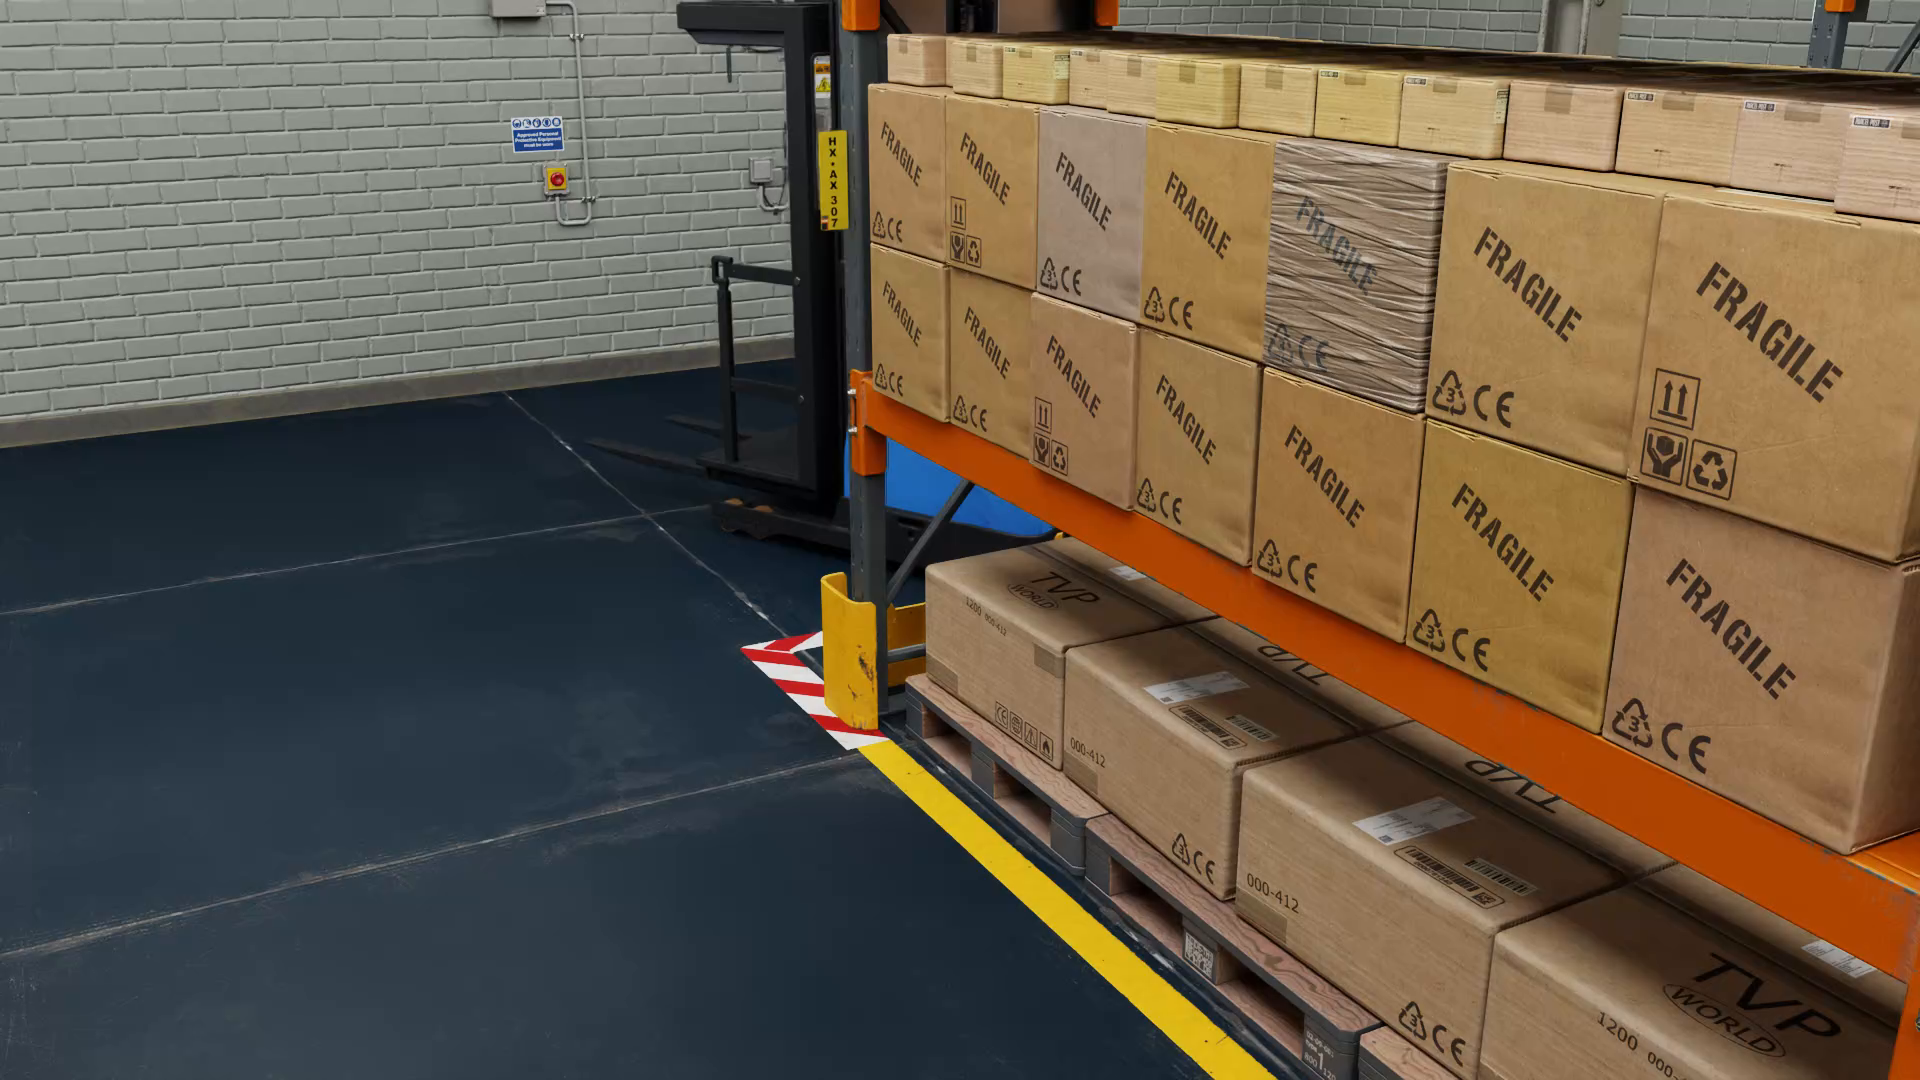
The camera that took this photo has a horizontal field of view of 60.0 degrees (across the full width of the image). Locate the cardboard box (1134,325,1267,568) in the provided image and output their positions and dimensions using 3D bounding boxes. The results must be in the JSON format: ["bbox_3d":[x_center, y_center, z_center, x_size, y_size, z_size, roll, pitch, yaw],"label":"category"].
[{"bbox_3d":[0.786,-0.277,4.181,0.500,0.500,0.500,-9,21,-25],"label":"cardboard box"}]

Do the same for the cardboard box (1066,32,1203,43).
[{"bbox_3d":[0.556,-1.528,5.280,0.380,0.149,0.250,-10,21,-26],"label":"cardboard box"}]

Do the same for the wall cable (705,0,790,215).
[{"bbox_3d":[-1.388,-3.161,11.135,0.588,1.984,0.122,-10,21,-27],"label":"wall cable"}]

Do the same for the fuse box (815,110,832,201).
[{"bbox_3d":[-0.712,-2.132,11.687,0.539,1.711,0.414,-10,21,-27],"label":"fuse box"}]

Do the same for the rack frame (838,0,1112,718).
[{"bbox_3d":[0.068,-0.842,5.974,1.000,3.000,0.127,-10,21,-27],"label":"rack frame"}]

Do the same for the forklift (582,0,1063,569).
[{"bbox_3d":[-0.616,-1.514,8.025,3.031,2.935,1.130,13,23,33],"label":"forklift"}]

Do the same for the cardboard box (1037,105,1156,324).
[{"bbox_3d":[0.548,-0.887,4.416,0.500,0.500,0.500,-10,21,-27],"label":"cardboard box"}]

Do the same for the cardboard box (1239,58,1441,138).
[{"bbox_3d":[0.860,-1.005,3.764,0.380,0.149,0.250,-10,21,-27],"label":"cardboard box"}]

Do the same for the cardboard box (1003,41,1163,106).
[{"bbox_3d":[0.343,-1.295,4.605,0.380,0.149,0.250,-11,22,-28],"label":"cardboard box"}]

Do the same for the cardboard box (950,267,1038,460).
[{"bbox_3d":[0.308,-0.567,5.021,0.500,0.500,0.500,-10,22,-27],"label":"cardboard box"}]

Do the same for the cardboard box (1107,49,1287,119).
[{"bbox_3d":[0.596,-1.150,4.184,0.380,0.149,0.250,-10,21,-26],"label":"cardboard box"}]

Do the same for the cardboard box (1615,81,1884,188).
[{"bbox_3d":[1.402,-0.725,2.955,0.380,0.149,0.250,-10,21,-27],"label":"cardboard box"}]

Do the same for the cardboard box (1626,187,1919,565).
[{"bbox_3d":[1.500,-0.307,2.736,0.500,0.500,0.500,-10,21,-27],"label":"cardboard box"}]

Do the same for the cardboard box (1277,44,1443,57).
[{"bbox_3d":[1.069,-1.239,4.443,0.380,0.149,0.250,-9,21,-25],"label":"cardboard box"}]

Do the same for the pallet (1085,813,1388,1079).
[{"bbox_3d":[1.092,1.043,4.785,1.003,0.211,1.213,-10,21,-27],"label":"pallet"}]

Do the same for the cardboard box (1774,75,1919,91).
[{"bbox_3d":[1.751,-0.790,3.140,0.380,0.149,0.250,-10,22,-27],"label":"cardboard box"}]

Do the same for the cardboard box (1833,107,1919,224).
[{"bbox_3d":[1.541,-0.560,2.475,0.380,0.149,0.250,-10,22,-28],"label":"cardboard box"}]

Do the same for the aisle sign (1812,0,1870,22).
[{"bbox_3d":[4.144,-2.815,7.706,0.394,0.787,0.004,-10,21,-27],"label":"aisle sign"}]

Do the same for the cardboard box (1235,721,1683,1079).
[{"bbox_3d":[1.338,0.865,4.311,0.875,0.438,0.875,-11,22,-28],"label":"cardboard box"}]

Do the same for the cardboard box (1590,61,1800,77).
[{"bbox_3d":[1.587,-0.951,3.609,0.380,0.149,0.250,-11,22,-28],"label":"cardboard box"}]

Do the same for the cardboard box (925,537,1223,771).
[{"bbox_3d":[0.469,0.344,5.820,0.875,0.438,0.875,-11,22,-28],"label":"cardboard box"}]

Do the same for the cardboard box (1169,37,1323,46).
[{"bbox_3d":[0.836,-1.388,4.875,0.380,0.149,0.250,-9,21,-25],"label":"cardboard box"}]

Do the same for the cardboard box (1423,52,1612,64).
[{"bbox_3d":[1.339,-1.092,4.016,0.380,0.149,0.250,-10,21,-26],"label":"cardboard box"}]

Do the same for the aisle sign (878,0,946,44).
[{"bbox_3d":[-0.221,-2.047,5.480,0.394,0.787,0.004,-10,21,-27],"label":"aisle sign"}]

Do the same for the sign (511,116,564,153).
[{"bbox_3d":[-2.702,-2.595,10.640,0.327,0.218,0.001,-10,21,-27],"label":"sign"}]

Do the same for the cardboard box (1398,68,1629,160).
[{"bbox_3d":[1.115,-0.862,3.349,0.380,0.149,0.250,-10,21,-27],"label":"cardboard box"}]

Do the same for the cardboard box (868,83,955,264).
[{"bbox_3d":[0.045,-1.180,5.268,0.500,0.500,0.500,-11,22,-28],"label":"cardboard box"}]

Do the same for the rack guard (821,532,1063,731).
[{"bbox_3d":[0.057,0.332,6.402,1.175,0.500,0.348,-10,21,-27],"label":"rack guard"}]

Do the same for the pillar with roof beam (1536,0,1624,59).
[{"bbox_3d":[0.159,-4.695,7.942,9.100,9.000,0.400,-10,21,-27],"label":"pillar with roof beam"}]

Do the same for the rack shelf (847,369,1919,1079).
[{"bbox_3d":[1.018,0.072,4.428,1.077,0.370,4.000,-10,21,-27],"label":"rack shelf"}]

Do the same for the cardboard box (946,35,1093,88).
[{"bbox_3d":[0.180,-1.460,5.083,0.380,0.149,0.250,-9,21,-25],"label":"cardboard box"}]

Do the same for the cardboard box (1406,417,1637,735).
[{"bbox_3d":[1.273,0.018,3.327,0.500,0.500,0.500,-11,22,-28],"label":"cardboard box"}]

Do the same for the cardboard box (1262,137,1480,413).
[{"bbox_3d":[1.016,-0.598,3.581,0.500,0.500,0.500,-10,21,-26],"label":"cardboard box"}]
